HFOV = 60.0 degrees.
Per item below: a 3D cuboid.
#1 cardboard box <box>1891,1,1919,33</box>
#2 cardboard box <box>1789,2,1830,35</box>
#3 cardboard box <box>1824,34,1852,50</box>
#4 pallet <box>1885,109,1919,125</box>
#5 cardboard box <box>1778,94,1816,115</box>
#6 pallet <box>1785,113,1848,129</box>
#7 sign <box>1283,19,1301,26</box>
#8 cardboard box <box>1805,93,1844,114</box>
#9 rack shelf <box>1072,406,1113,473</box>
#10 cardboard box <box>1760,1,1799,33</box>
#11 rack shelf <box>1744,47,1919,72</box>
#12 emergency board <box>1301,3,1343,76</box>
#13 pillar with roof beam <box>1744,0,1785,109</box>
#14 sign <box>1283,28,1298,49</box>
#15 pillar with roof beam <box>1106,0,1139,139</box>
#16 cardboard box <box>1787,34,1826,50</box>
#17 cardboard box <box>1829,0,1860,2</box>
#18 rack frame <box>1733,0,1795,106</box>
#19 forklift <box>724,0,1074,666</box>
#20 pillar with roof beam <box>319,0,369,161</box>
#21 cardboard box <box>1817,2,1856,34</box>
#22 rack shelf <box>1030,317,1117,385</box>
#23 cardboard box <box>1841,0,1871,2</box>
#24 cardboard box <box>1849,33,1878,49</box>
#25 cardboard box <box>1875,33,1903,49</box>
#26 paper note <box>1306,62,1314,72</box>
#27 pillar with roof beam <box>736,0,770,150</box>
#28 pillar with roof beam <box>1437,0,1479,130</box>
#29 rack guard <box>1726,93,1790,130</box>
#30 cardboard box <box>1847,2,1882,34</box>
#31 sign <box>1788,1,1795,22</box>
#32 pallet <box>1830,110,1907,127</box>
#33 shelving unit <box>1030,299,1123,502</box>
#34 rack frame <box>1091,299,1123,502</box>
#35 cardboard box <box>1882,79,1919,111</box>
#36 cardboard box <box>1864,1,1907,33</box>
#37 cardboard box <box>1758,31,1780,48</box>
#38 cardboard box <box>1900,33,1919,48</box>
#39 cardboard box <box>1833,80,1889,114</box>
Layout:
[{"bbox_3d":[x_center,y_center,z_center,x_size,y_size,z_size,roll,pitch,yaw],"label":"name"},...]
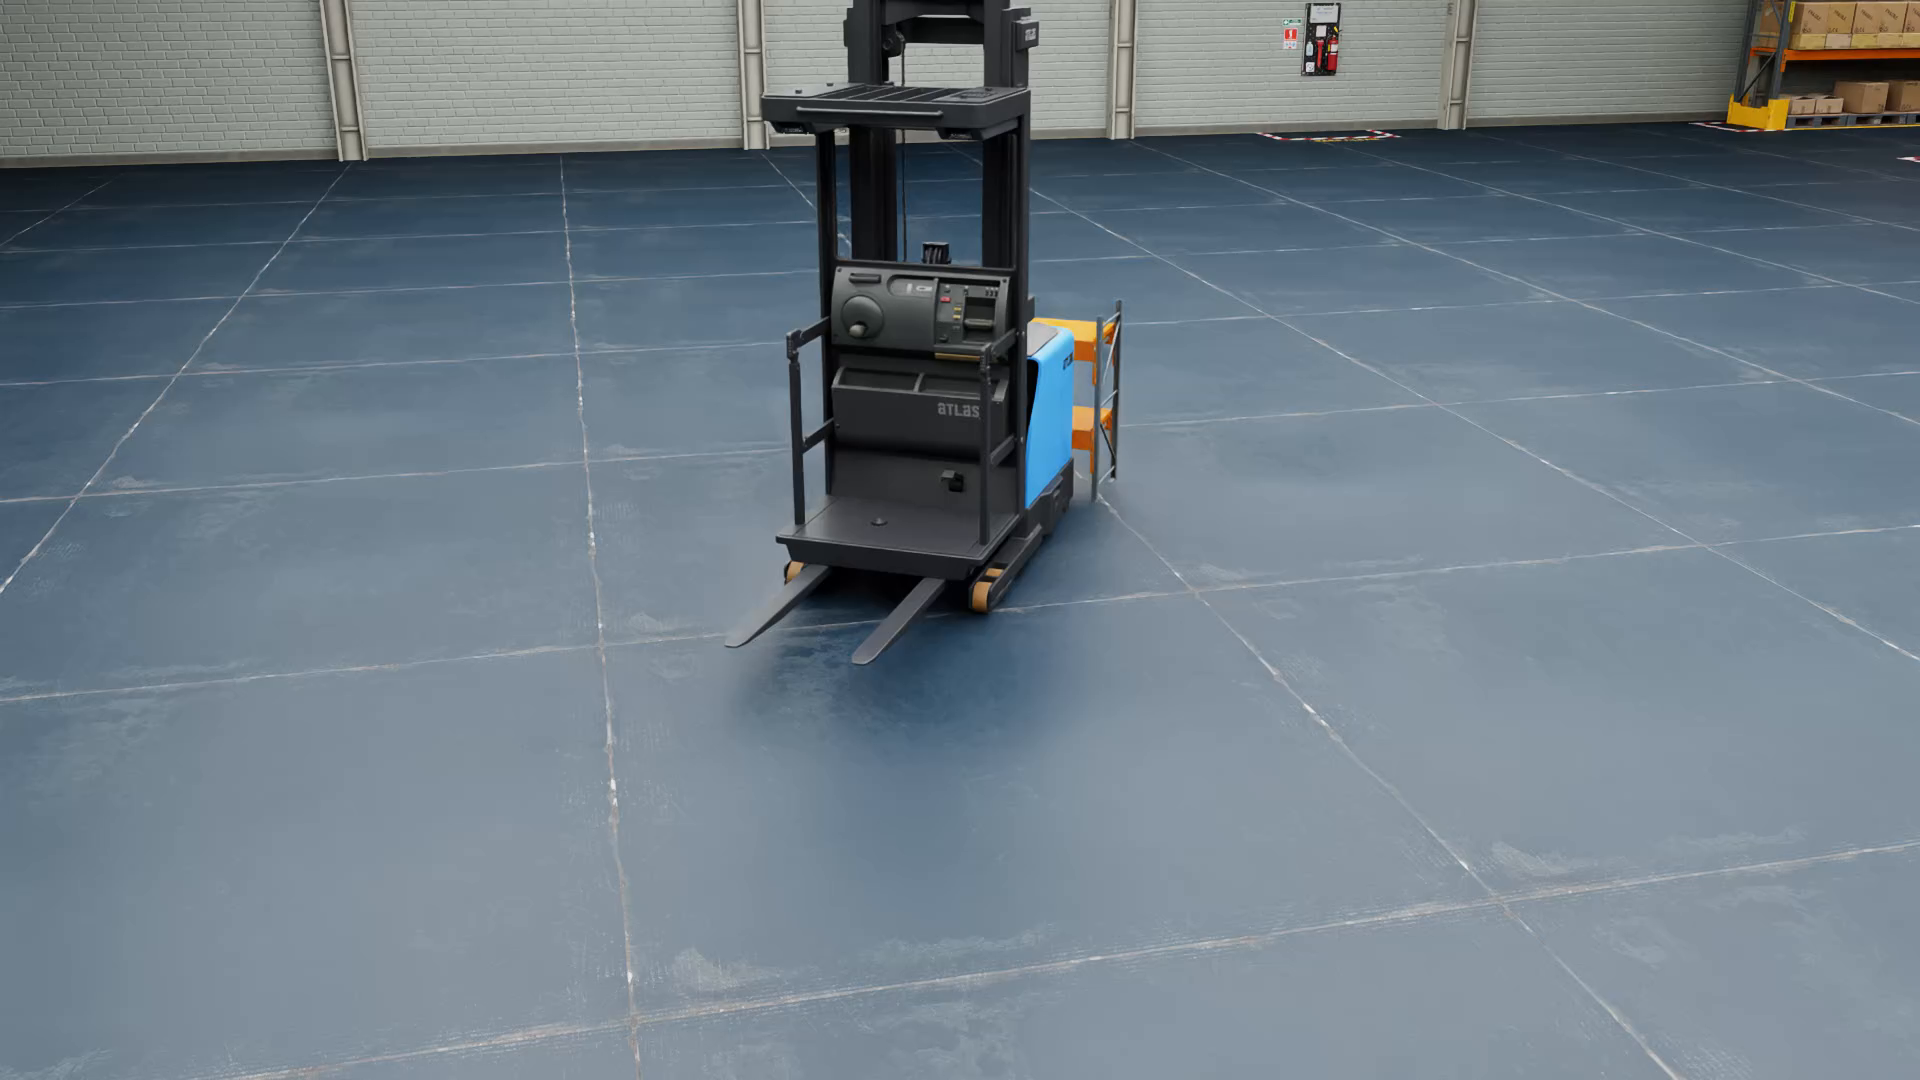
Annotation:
[{"bbox_3d":[16.357,-9.032,28.709,0.500,0.500,0.500,-5,21,-14],"label":"cardboard box"},{"bbox_3d":[14.364,-8.871,28.270,0.500,0.500,0.500,-5,21,-12],"label":"cardboard box"},{"bbox_3d":[14.880,-8.560,28.511,0.500,0.250,0.500,-5,21,-14],"label":"cardboard box"},{"bbox_3d":[17.077,-7.585,29.714,1.213,0.211,1.003,-5,21,-12],"label":"pallet"},{"bbox_3d":[14.524,-7.611,29.002,0.500,0.311,0.500,-7,21,-19],"label":"cardboard box"},{"bbox_3d":[14.703,-7.392,29.187,1.213,0.211,1.003,-5,21,-12],"label":"pallet"},{"bbox_3d":[5.504,-8.584,27.564,0.331,0.109,0.001,-5,21,-12],"label":"sign"},{"bbox_3d":[15.079,-7.657,29.125,0.500,0.311,0.500,-3,20,-8],"label":"cardboard box"},{"bbox_3d":[0.403,-0.665,10.205,1.000,0.278,0.538,7,21,18],"label":"rack shelf"},{"bbox_3d":[14.240,-9.042,28.737,0.500,0.500,0.500,-5,21,-13],"label":"cardboard box"},{"bbox_3d":[15.777,-8.463,29.104,4.000,0.370,1.077,-5,21,-12],"label":"rack shelf"},{"bbox_3d":[6.060,-8.330,27.694,0.643,1.169,0.194,-5,21,-12],"label":"emergency board"},{"bbox_3d":[15.303,-10.364,24.524,0.400,9.000,9.100,-5,21,-12],"label":"pillar with roof beam"},{"bbox_3d":[5.498,-8.338,27.662,0.234,0.329,0.001,-5,21,-12],"label":"sign"},{"bbox_3d":[3.625,-9.414,21.931,0.400,9.000,9.100,-5,21,-12],"label":"pillar with roof beam"},{"bbox_3d":[14.378,-8.514,28.385,0.500,0.250,0.500,-5,21,-14],"label":"cardboard box"},{"bbox_3d":[15.234,-9.121,28.953,0.500,0.500,0.500,-5,21,-14],"label":"cardboard box"},{"bbox_3d":[13.830,-8.643,28.548,0.127,3.000,1.000,-5,21,-12],"label":"rack frame"},{"bbox_3d":[-0.268,-1.159,8.216,1.130,2.935,3.031,6,21,17],"label":"forklift"},{"bbox_3d":[-8.053,-8.464,19.338,0.400,9.000,9.100,-5,21,-12],"label":"pillar with roof beam"},{"bbox_3d":[14.847,-8.907,28.367,0.500,0.500,0.500,-5,21,-12],"label":"cardboard box"},{"bbox_3d":[0.403,-1.170,10.021,1.000,0.278,0.538,7,21,18],"label":"rack shelf"},{"bbox_3d":[15.724,-9.161,29.061,0.500,0.500,0.500,-4,21,-12],"label":"cardboard box"},{"bbox_3d":[15.377,-8.598,28.615,0.500,0.250,0.500,-5,21,-13],"label":"cardboard box"},{"bbox_3d":[15.870,-8.638,28.722,0.500,0.250,0.500,-4,21,-12],"label":"cardboard box"},{"bbox_3d":[5.872,-7.925,27.870,0.142,0.148,0.016,-5,21,-12],"label":"paper note"},{"bbox_3d":[-2.214,-8.939,20.634,0.400,9.000,9.100,-5,21,-12],"label":"pillar with roof beam"},{"bbox_3d":[9.464,-9.889,23.227,0.400,9.000,9.100,-5,21,-12],"label":"pillar with roof beam"},{"bbox_3d":[13.904,-7.475,28.994,0.348,0.500,1.175,-5,21,-12],"label":"rack guard"},{"bbox_3d":[15.352,-8.946,28.473,0.500,0.500,0.500,-5,21,-14],"label":"cardboard box"},{"bbox_3d":[13.955,-8.868,27.903,0.005,0.325,0.100,-5,21,-12],"label":"sign"},{"bbox_3d":[15.888,-7.487,29.447,1.213,0.211,1.003,-5,21,-12],"label":"pallet"},{"bbox_3d":[0.403,-0.895,10.121,1.048,1.125,0.538,7,21,18],"label":"shelving unit"},{"bbox_3d":[0.882,-0.837,9.963,0.032,1.125,0.500,7,21,18],"label":"rack frame"},{"bbox_3d":[16.722,-7.897,29.505,0.500,0.500,0.500,-6,21,-17],"label":"cardboard box"},{"bbox_3d":[15.851,-8.990,28.596,0.500,0.500,0.500,-4,20,-11],"label":"cardboard box"},{"bbox_3d":[14.241,-8.684,28.848,0.500,0.250,0.500,-4,21,-12],"label":"cardboard box"},{"bbox_3d":[16.359,-8.678,28.832,0.500,0.250,0.500,-5,21,-13],"label":"cardboard box"},{"bbox_3d":[15.804,-7.787,29.205,0.500,0.500,0.700,-6,21,-16],"label":"cardboard box"}]
